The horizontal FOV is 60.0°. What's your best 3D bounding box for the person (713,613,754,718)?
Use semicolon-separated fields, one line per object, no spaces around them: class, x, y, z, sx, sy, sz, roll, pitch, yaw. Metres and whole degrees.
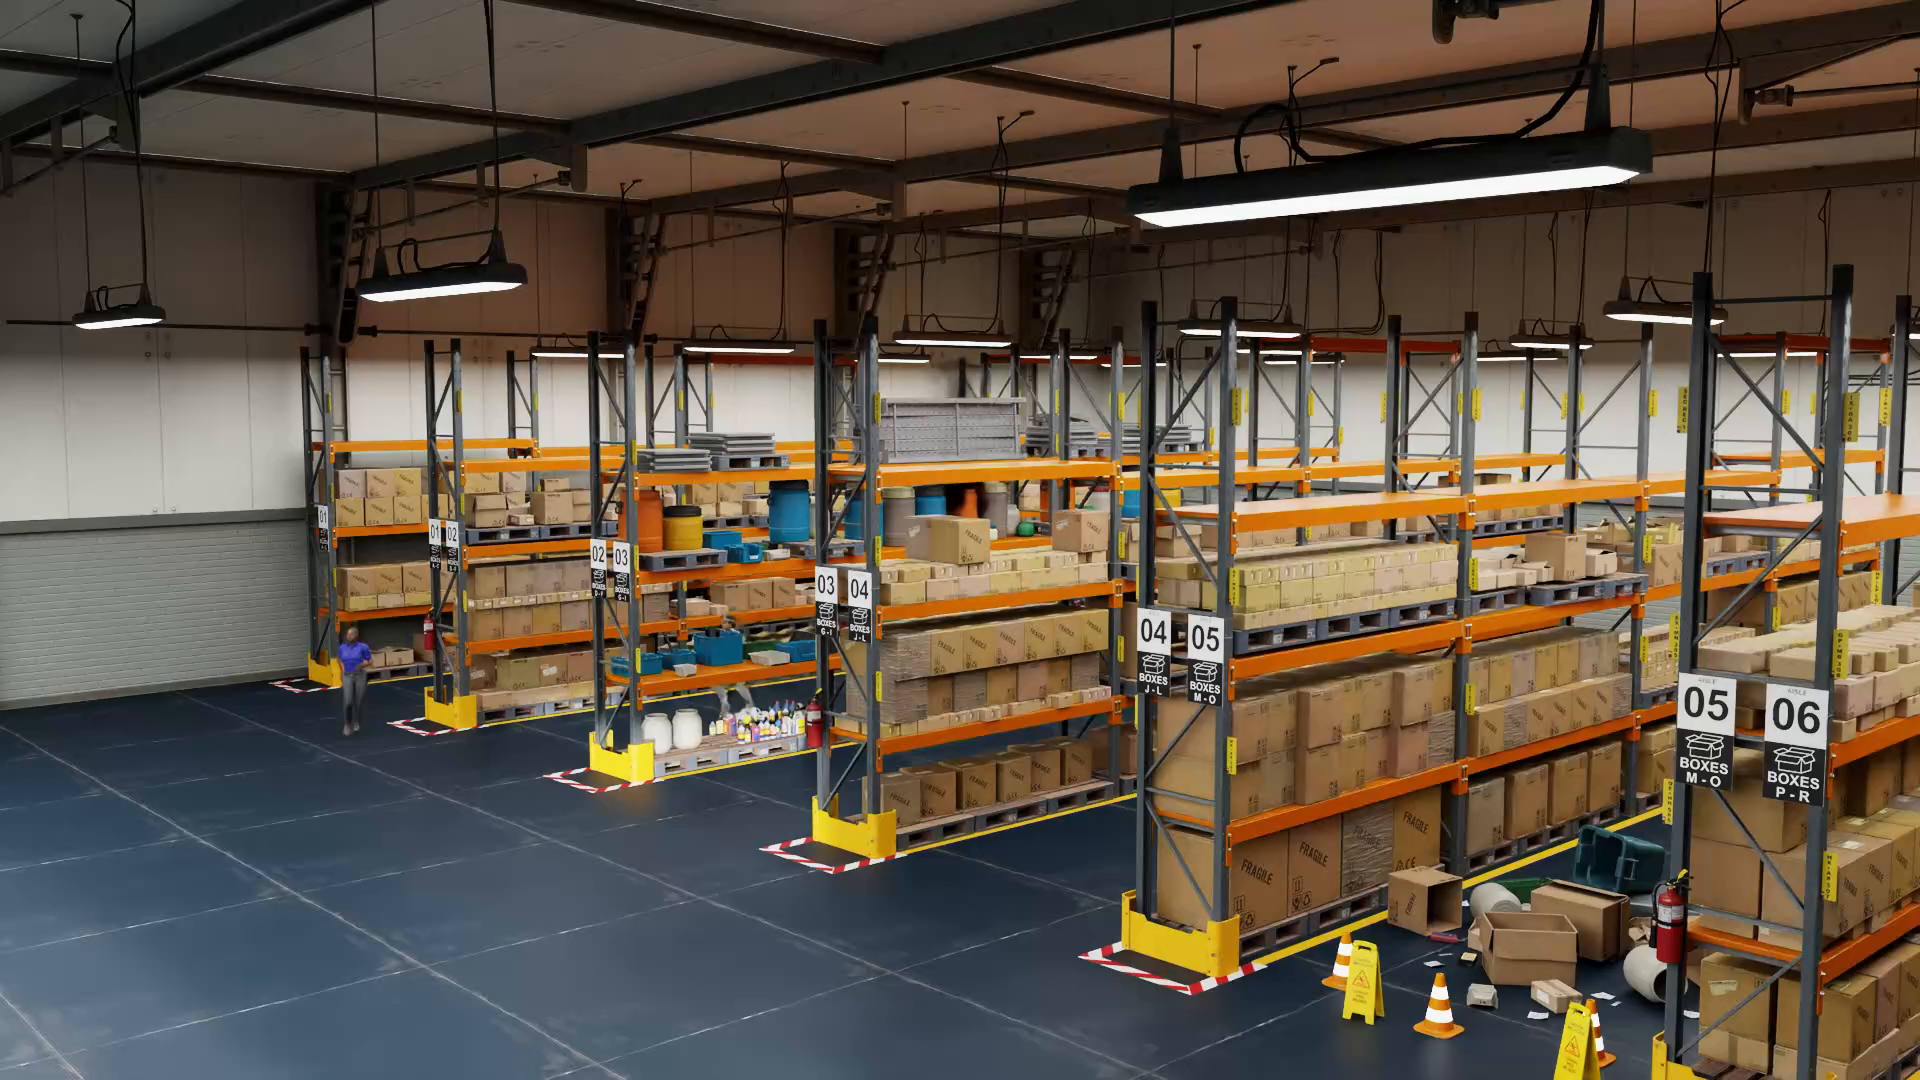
person;-3.608;2.001;26.499;0.812;1.705;0.637;-5;7;-44

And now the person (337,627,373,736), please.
person;-9.159;2.147;25.157;0.550;1.670;0.676;-1;5;-13
